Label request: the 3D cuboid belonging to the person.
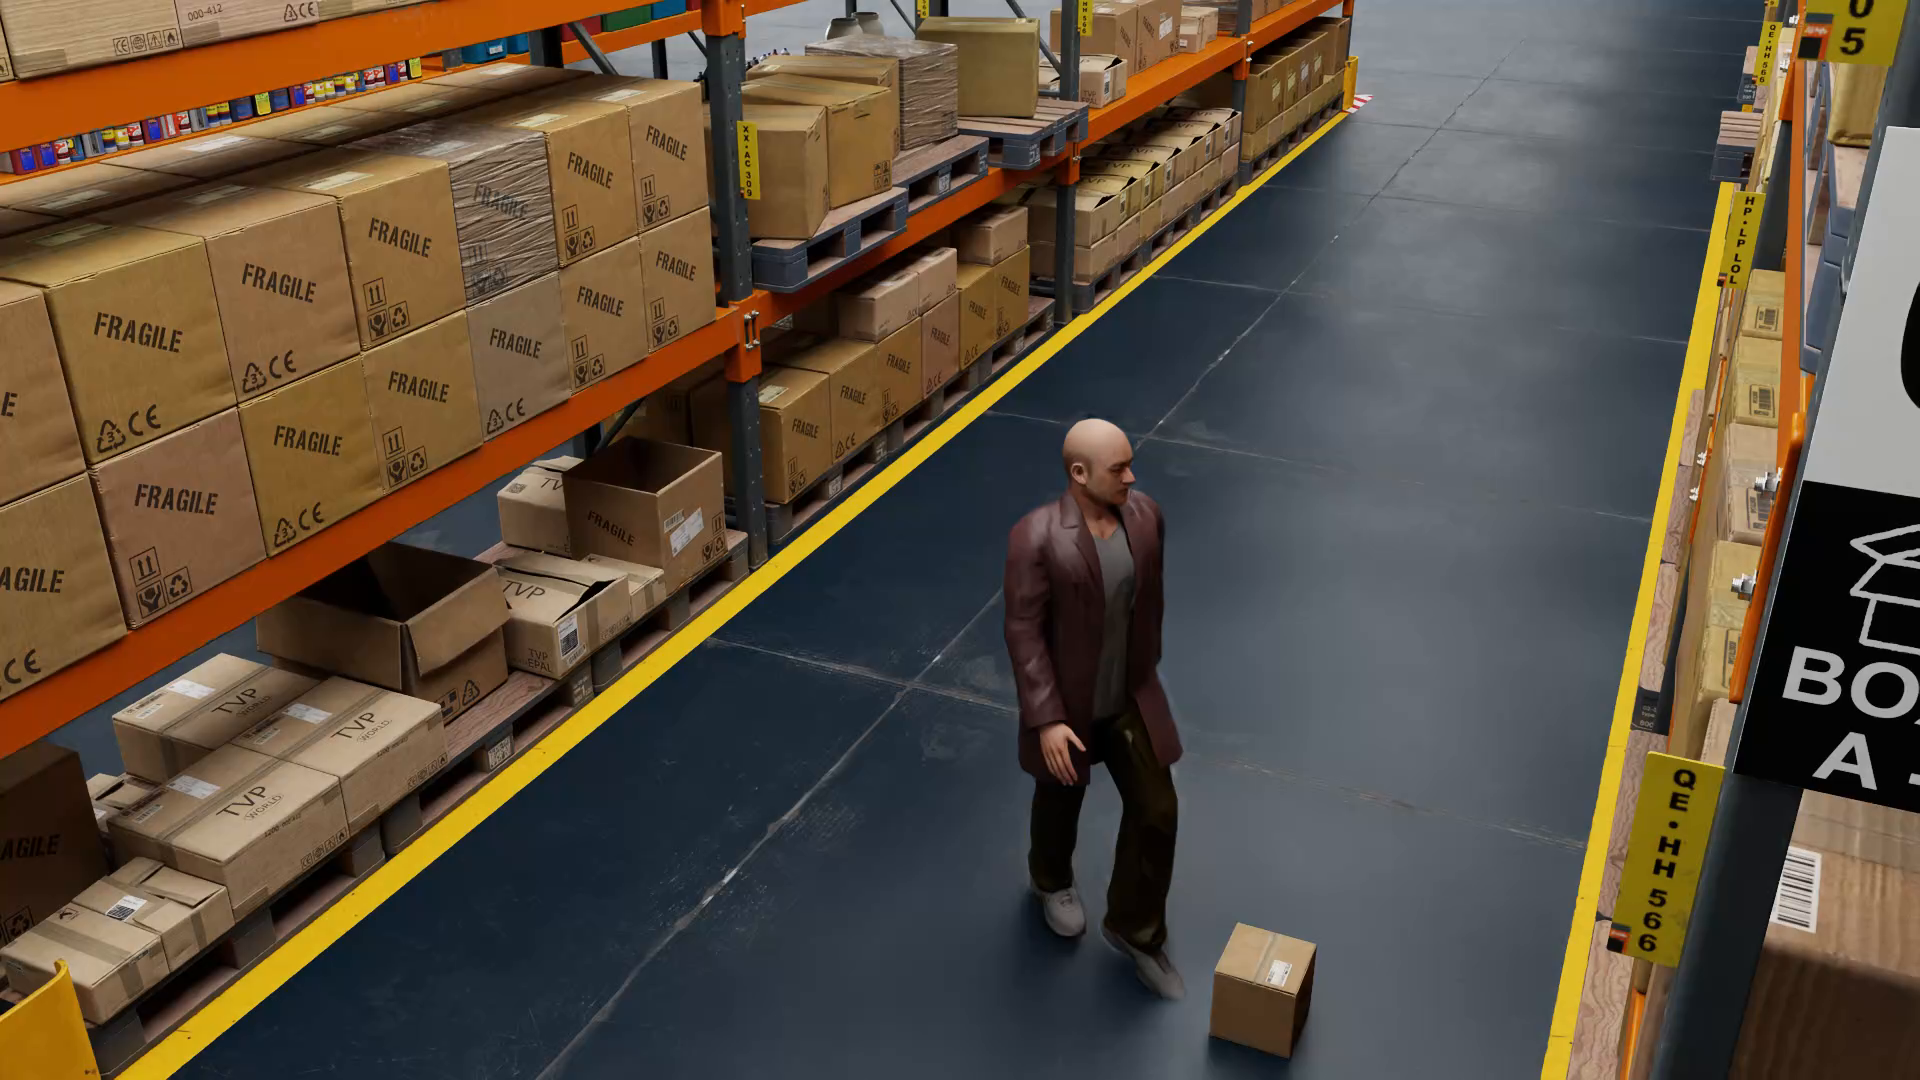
[{"bbox_3d":[0.421,0.531,5.056,0.598,1.832,0.693,-9,27,-18],"label":"person"}]
